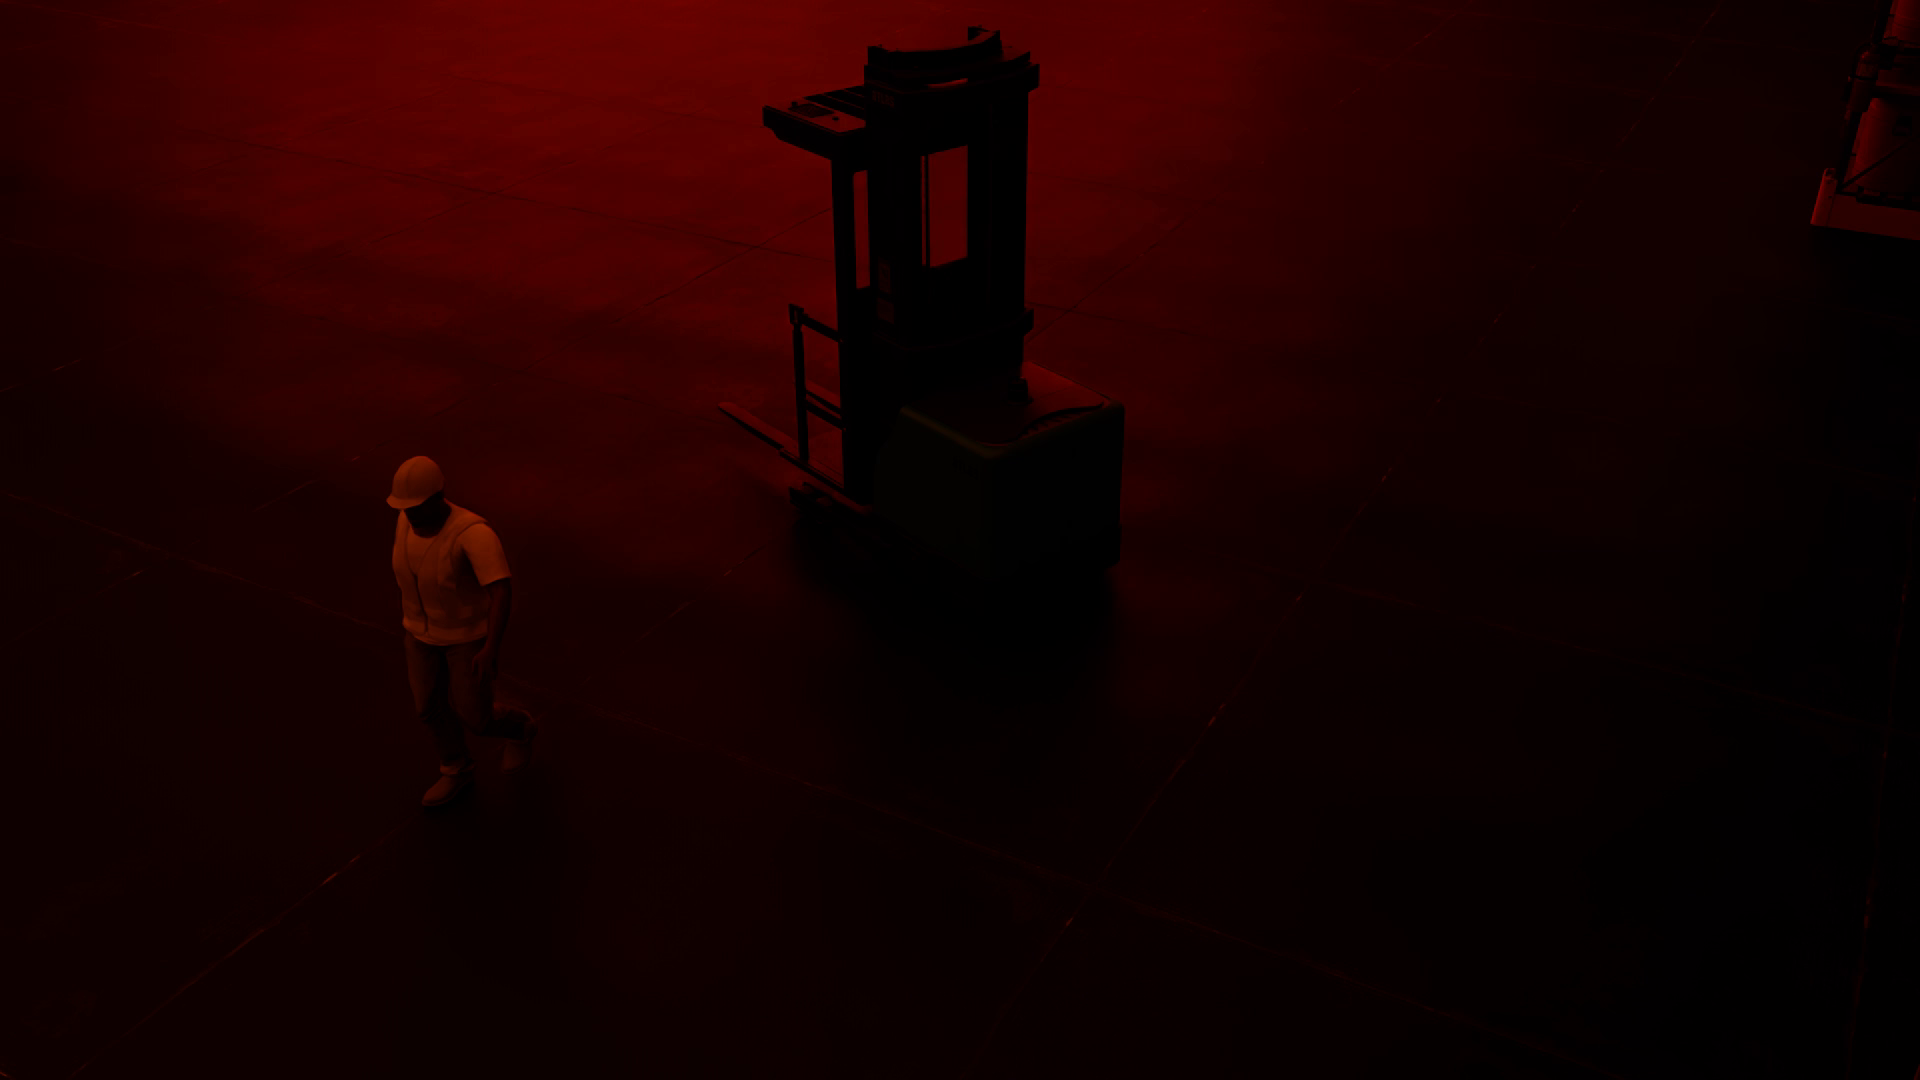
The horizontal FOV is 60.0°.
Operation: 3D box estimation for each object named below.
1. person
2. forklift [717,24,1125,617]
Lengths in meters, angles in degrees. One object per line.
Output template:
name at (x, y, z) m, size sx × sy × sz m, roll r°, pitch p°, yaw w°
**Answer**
person at (-2.307, 0.401, 7.561) m, size 0.829 × 1.747 × 0.583 m, roll 12°, pitch 32°, yaw 20°
forklift at (-0.400, -1.509, 9.685) m, size 1.130 × 2.935 × 3.031 m, roll -23°, pitch 37°, yaw -34°
